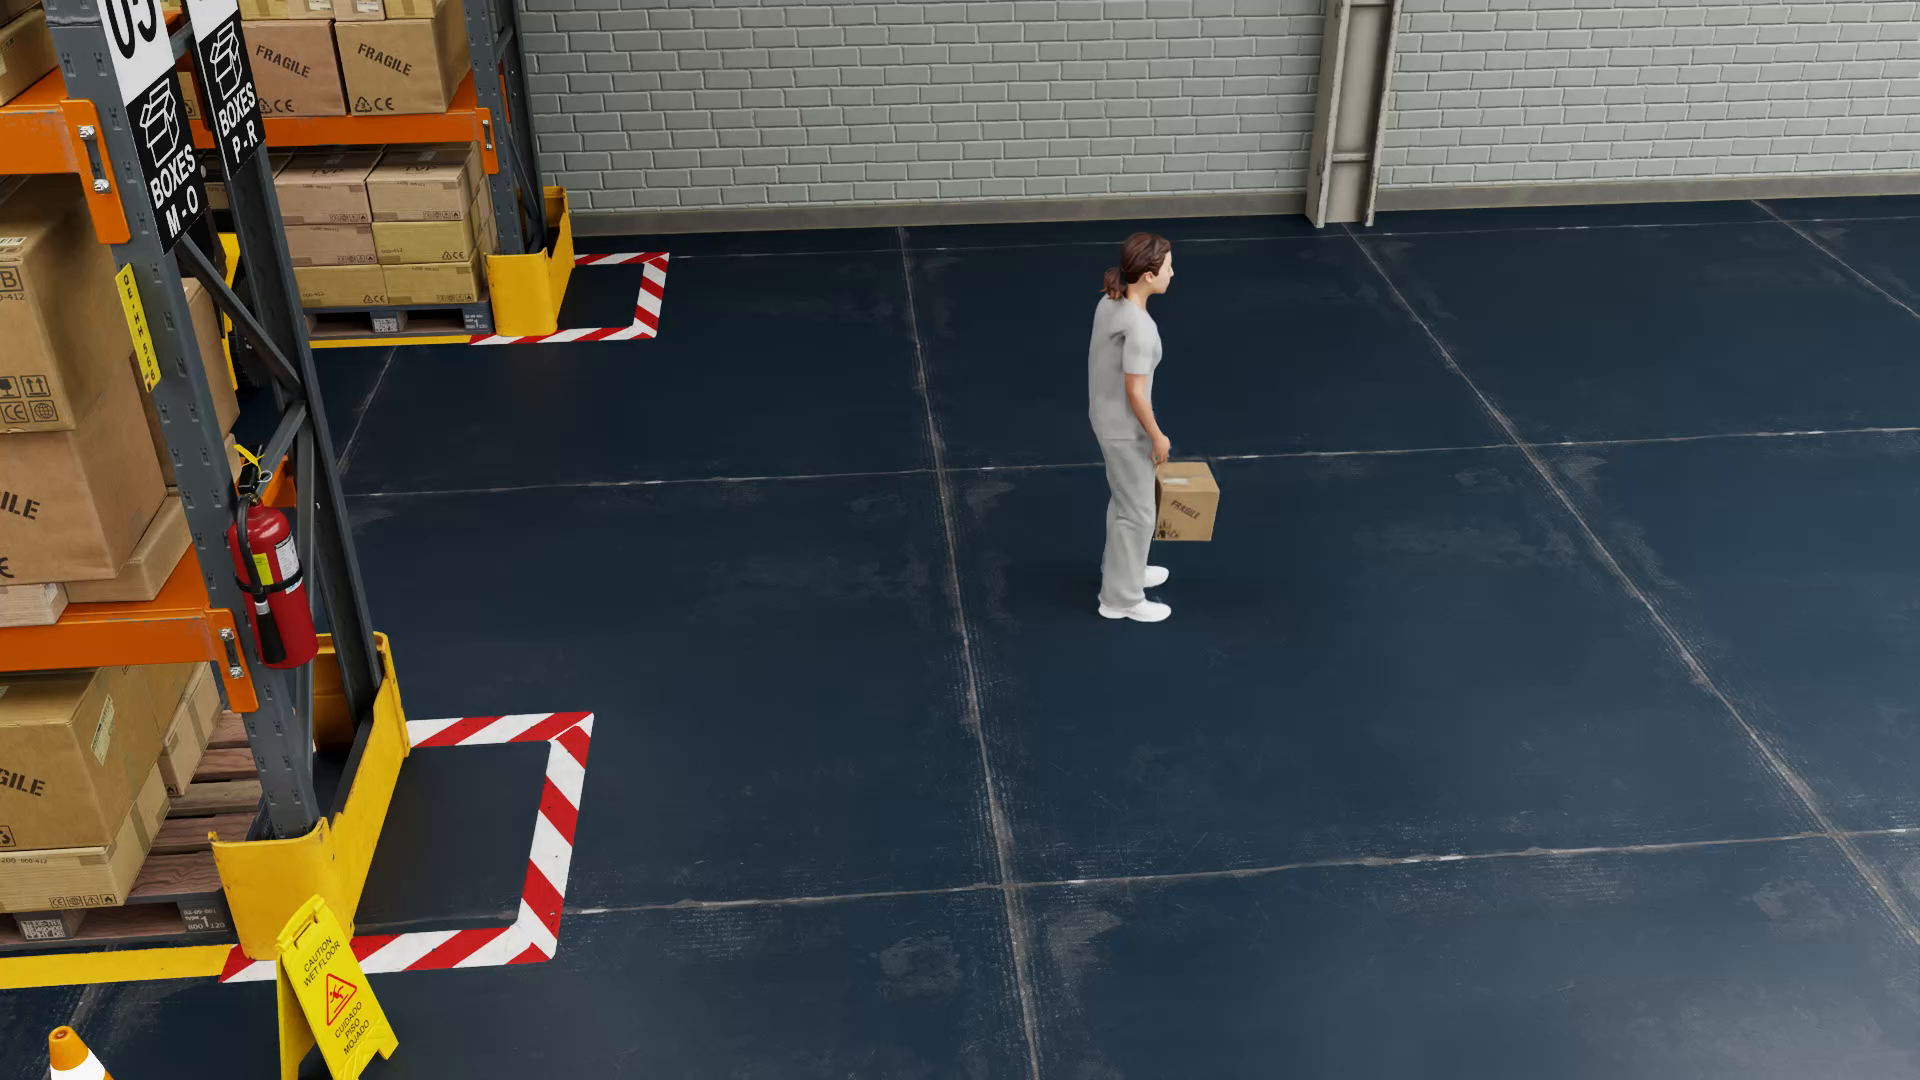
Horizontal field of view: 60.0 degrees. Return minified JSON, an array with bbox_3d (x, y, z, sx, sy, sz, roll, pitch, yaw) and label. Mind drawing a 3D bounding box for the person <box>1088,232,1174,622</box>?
[{"bbox_3d":[0.737,-0.474,6.914,0.415,1.675,0.476,-4,31,-6],"label":"person"}]
